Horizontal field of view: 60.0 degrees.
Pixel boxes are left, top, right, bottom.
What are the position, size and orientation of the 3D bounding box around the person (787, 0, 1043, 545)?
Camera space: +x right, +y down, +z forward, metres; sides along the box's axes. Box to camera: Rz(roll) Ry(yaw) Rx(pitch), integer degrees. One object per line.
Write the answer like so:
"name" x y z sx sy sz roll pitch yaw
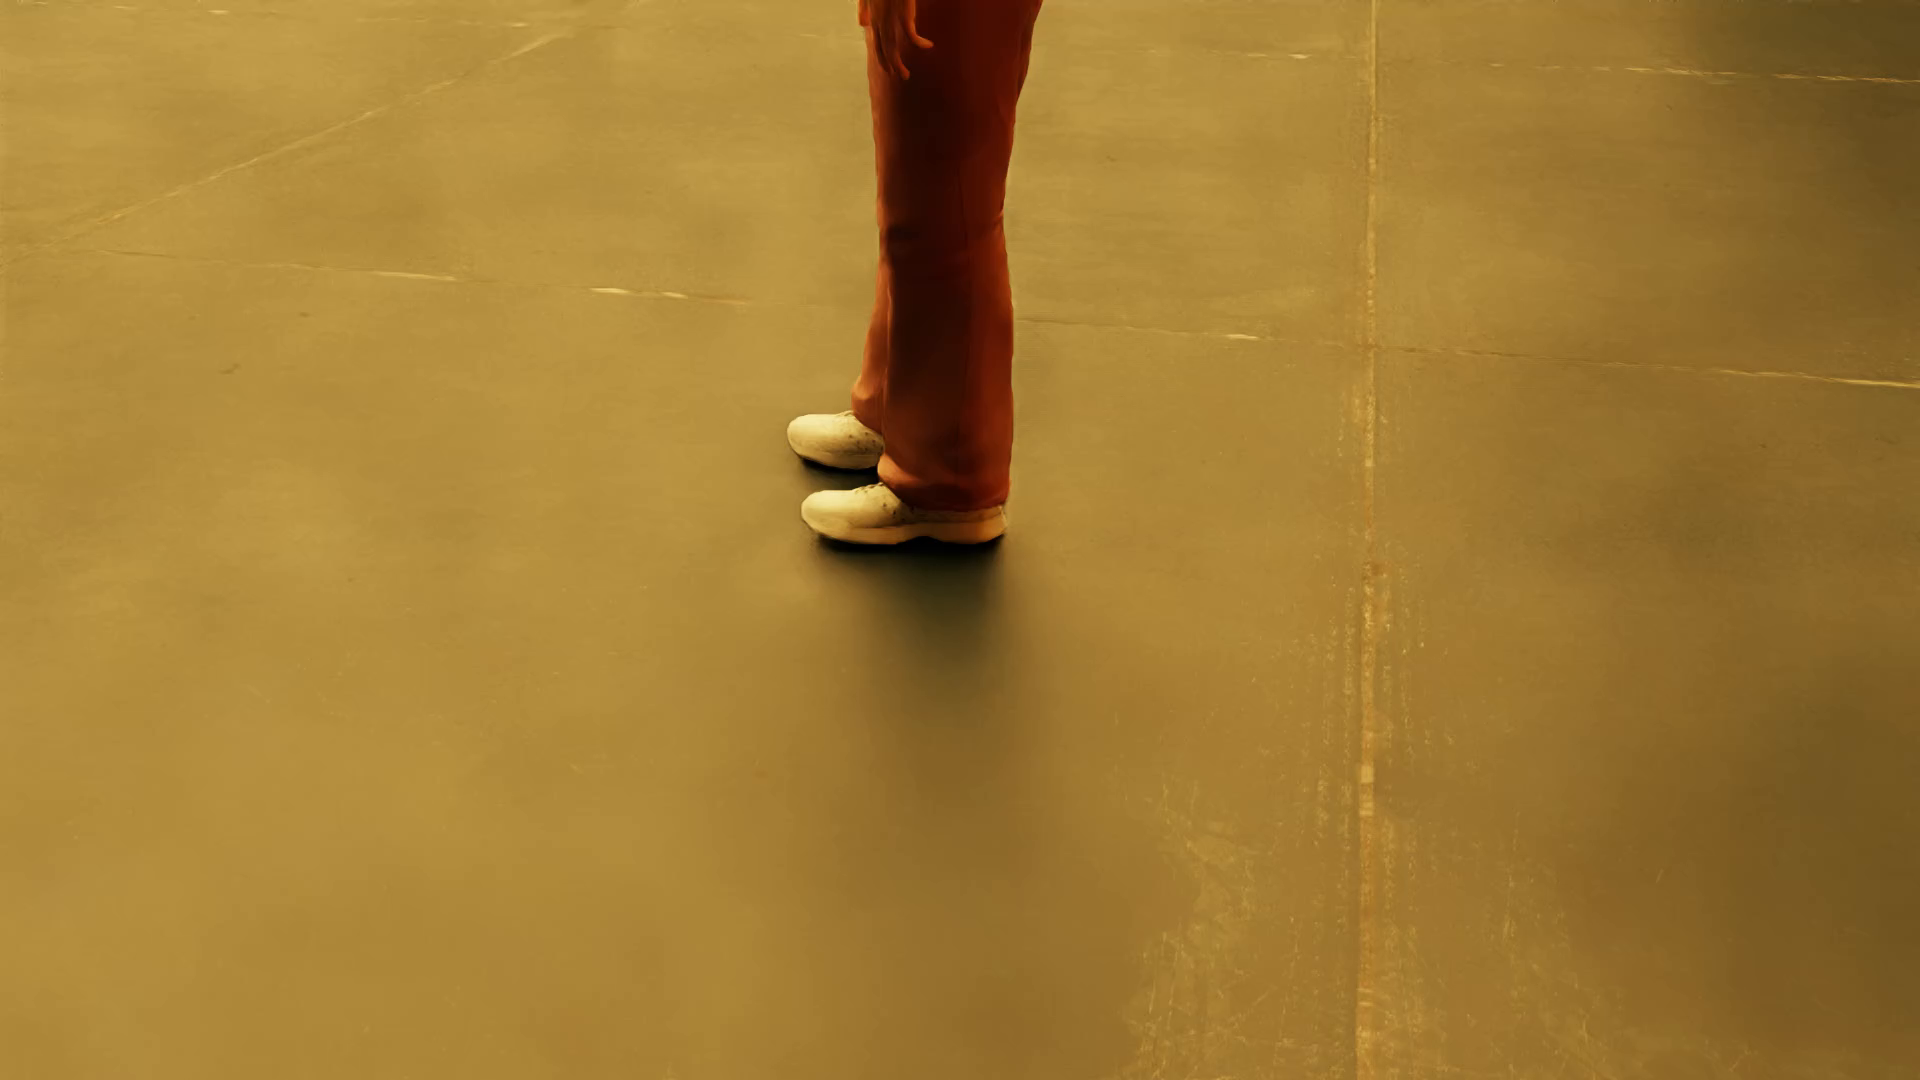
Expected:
"person" -0.070 -0.766 2.144 0.548 1.674 0.554 6 27 11
